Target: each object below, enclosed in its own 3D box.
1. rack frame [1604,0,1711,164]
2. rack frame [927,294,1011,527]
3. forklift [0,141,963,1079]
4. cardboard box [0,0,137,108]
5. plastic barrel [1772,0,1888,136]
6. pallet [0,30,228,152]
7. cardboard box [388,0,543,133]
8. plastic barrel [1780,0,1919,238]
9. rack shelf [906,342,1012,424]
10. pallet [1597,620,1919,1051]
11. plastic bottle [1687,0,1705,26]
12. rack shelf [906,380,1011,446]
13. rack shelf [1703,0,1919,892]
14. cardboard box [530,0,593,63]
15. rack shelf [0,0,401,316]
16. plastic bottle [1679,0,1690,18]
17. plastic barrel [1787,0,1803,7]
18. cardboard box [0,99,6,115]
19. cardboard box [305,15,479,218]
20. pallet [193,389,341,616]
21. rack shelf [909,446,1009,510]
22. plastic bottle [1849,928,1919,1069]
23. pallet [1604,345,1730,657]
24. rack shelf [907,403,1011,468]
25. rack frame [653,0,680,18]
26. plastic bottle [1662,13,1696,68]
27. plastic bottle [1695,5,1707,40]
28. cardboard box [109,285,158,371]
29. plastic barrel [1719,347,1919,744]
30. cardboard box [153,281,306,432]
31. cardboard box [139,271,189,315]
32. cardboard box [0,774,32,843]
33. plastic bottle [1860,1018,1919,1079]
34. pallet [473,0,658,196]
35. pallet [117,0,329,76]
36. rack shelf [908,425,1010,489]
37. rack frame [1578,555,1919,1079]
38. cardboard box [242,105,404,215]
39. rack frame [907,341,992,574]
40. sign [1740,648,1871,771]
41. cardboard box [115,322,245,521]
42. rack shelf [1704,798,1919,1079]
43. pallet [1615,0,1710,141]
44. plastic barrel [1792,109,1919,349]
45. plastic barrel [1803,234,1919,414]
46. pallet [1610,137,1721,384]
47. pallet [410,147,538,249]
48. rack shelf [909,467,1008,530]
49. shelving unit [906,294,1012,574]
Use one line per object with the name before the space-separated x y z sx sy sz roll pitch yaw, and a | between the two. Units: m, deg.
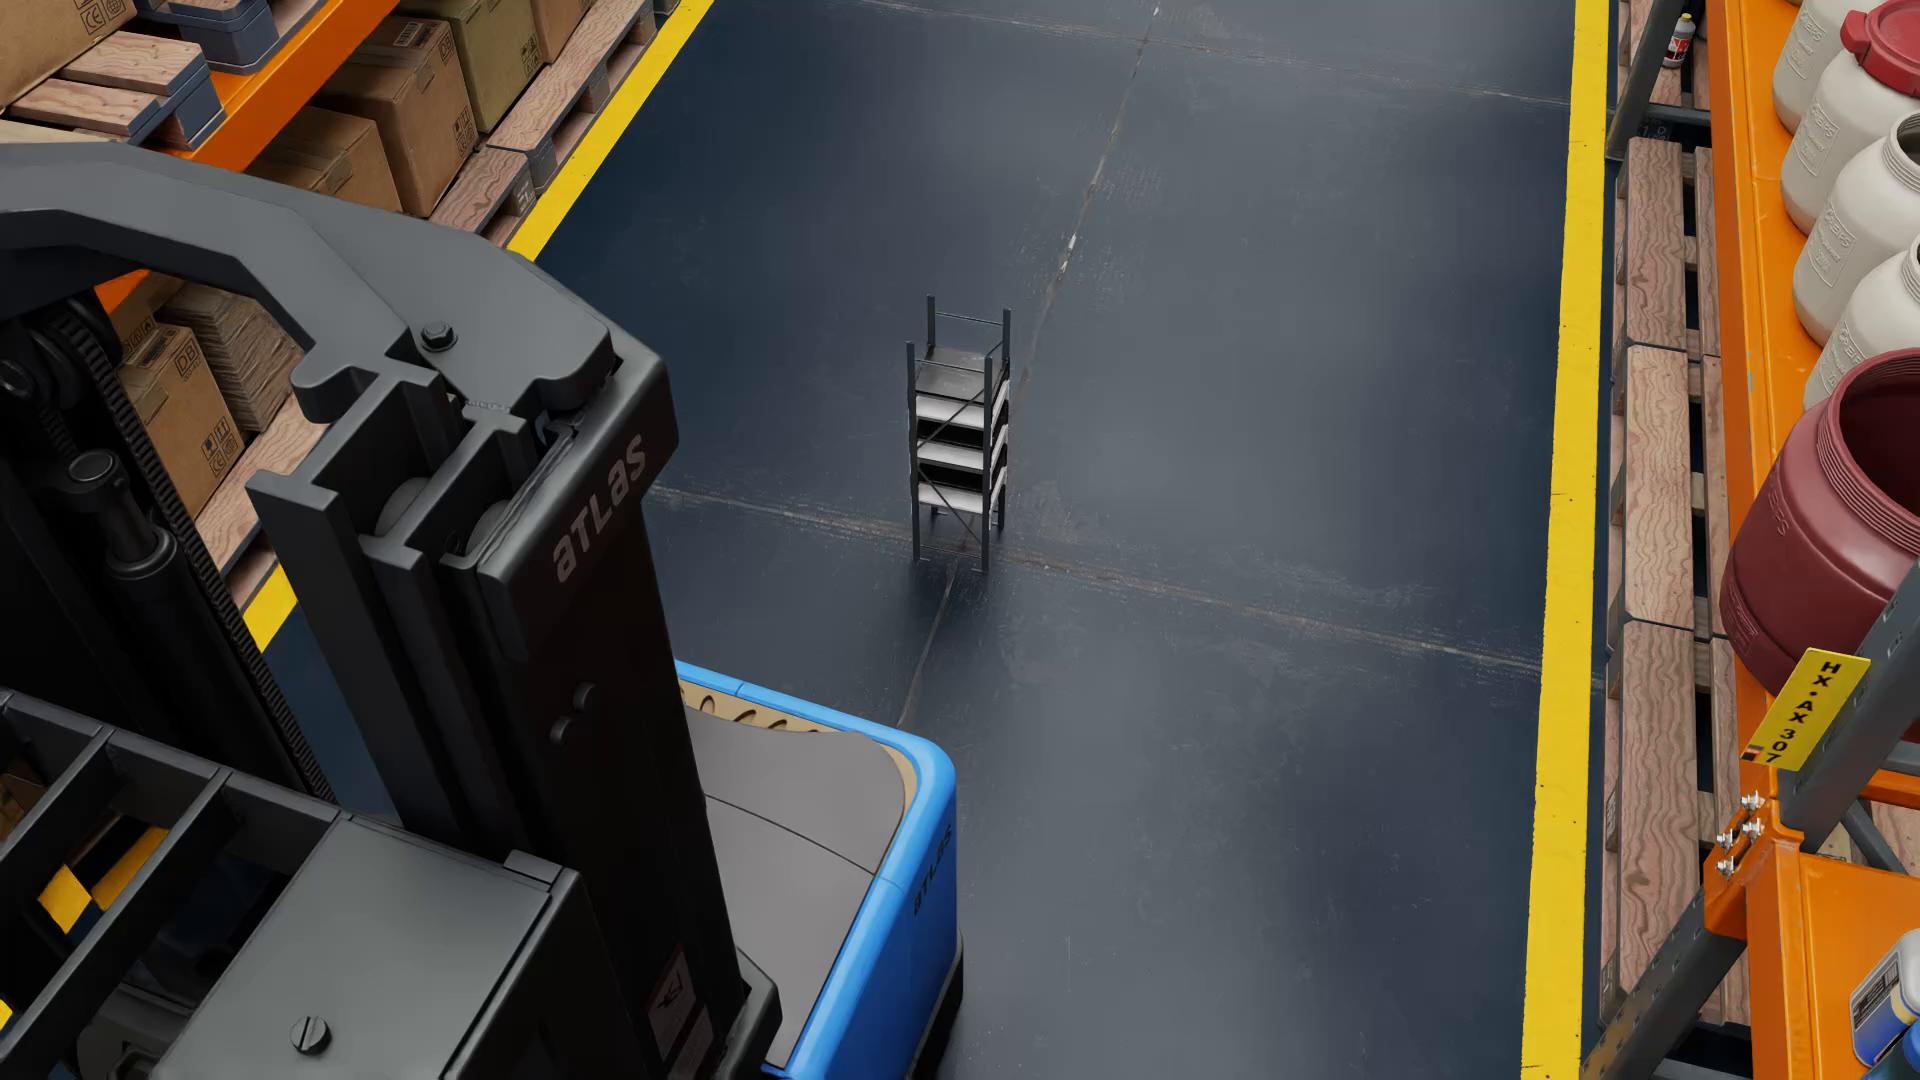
rack frame | 3.044 -2.438 5.401 1.000 3.000 0.127 12 50 10
rack frame | 0.025 -0.365 4.972 0.240 0.900 0.006 12 50 10
forklift | -0.989 1.079 2.343 1.130 2.935 3.031 16 50 14
cardboard box | -2.633 -1.516 4.241 0.700 0.500 0.500 18 51 16
plastic barrel | 2.388 -1.304 4.309 0.433 0.535 0.433 0 49 0
pallet | -2.702 -0.995 4.256 1.213 0.211 1.003 12 50 10
cardboard box | -2.060 -1.953 6.347 0.700 0.500 0.500 11 50 10
plastic barrel | 2.274 -0.991 4.033 0.433 0.535 0.433 0 49 0
rack shelf | -0.002 -0.449 4.730 0.258 0.077 0.200 12 50 10
pallet | 2.233 0.825 4.381 1.003 0.211 1.213 12 50 10
plastic bottle | 2.936 -2.230 6.691 0.144 0.351 0.185 10 49 9
rack shelf | -0.002 -0.389 4.797 0.258 0.077 0.200 12 50 10
rack shelf | 2.518 -0.754 4.394 1.077 0.370 4.000 12 50 10
cardboard box | -1.917 -2.294 6.648 0.700 0.500 0.500 8 49 7
rack shelf | -2.261 -1.731 5.257 1.077 0.370 4.000 12 50 10
plastic bottle | 2.853 -2.098 6.619 0.061 0.283 0.133 14 50 12
plastic barrel | 2.581 -1.835 4.778 0.433 0.535 0.433 0 49 0
cardboard box | -2.683 -1.093 3.867 0.500 0.500 0.500 6 49 5
cardboard box | -2.207 -1.548 5.990 0.700 0.500 0.500 8 49 7
pallet | -2.580 -0.165 5.255 1.003 0.211 1.213 12 50 10
rack shelf | -0.002 -0.210 5.000 0.258 0.077 0.200 12 50 10
plastic bottle | 1.566 0.745 2.674 0.152 0.276 0.135 12 50 10
pallet | 2.556 -0.055 5.157 1.003 0.211 1.213 12 50 10
rack shelf | -0.002 -0.329 4.865 0.258 0.077 0.200 12 50 10
rack frame | -1.734 -3.416 6.264 1.000 3.000 0.127 12 50 10
plastic bottle | 2.839 -1.982 6.571 0.097 0.201 0.097 0 49 0
plastic bottle | 3.075 -2.202 6.666 0.144 0.351 0.185 12 50 10
cardboard box | -2.640 -0.580 4.634 0.500 0.250 0.500 13 50 12
plastic barrel | 1.821 0.015 3.146 0.600 0.536 0.708 12 50 10
cardboard box | -2.496 -0.733 5.270 0.700 0.500 0.500 8 49 7
cardboard box | -2.510 -0.965 4.975 0.500 0.250 0.500 17 51 14
cardboard box | -2.989 0.537 3.913 1.225 0.875 0.875 9 49 8
plastic bottle | 1.509 0.825 2.607 0.097 0.271 0.097 0 49 0
pallet | -1.938 -1.930 6.812 1.003 0.211 1.213 12 50 10
pallet | -2.305 -1.899 5.053 1.003 0.211 1.213 12 50 10
rack shelf | -0.002 -0.270 4.932 0.258 0.077 0.200 12 50 10
rack frame | 1.991 0.455 2.848 1.000 3.000 0.127 12 50 10
cardboard box | -2.354 -1.145 5.633 0.700 0.500 0.500 15 50 13
rack frame | -0.029 -0.218 4.843 0.240 0.900 0.006 12 50 10
sign | 1.459 0.297 2.878 0.100 0.325 0.005 12 50 10
cardboard box | -2.630 -0.329 4.914 0.700 0.500 0.500 9 49 8
rack shelf | 1.465 2.140 1.841 1.077 0.370 4.000 12 50 10
pallet | 3.261 -1.993 6.868 1.003 0.211 1.213 12 50 10
plastic barrel | 2.167 -0.673 3.769 0.421 0.512 0.421 0 49 0
plastic barrel | 2.056 -0.368 3.500 0.421 0.512 0.421 0 49 0
pallet | 2.875 -0.940 5.939 1.003 0.211 1.213 12 50 10
pallet | -2.257 -1.044 6.031 1.003 0.211 1.213 12 50 10
rack shelf | -0.002 -0.151 5.067 0.258 0.077 0.200 12 50 10
shelving unit | -0.002 -0.292 4.907 0.258 0.900 0.210 12 50 10
